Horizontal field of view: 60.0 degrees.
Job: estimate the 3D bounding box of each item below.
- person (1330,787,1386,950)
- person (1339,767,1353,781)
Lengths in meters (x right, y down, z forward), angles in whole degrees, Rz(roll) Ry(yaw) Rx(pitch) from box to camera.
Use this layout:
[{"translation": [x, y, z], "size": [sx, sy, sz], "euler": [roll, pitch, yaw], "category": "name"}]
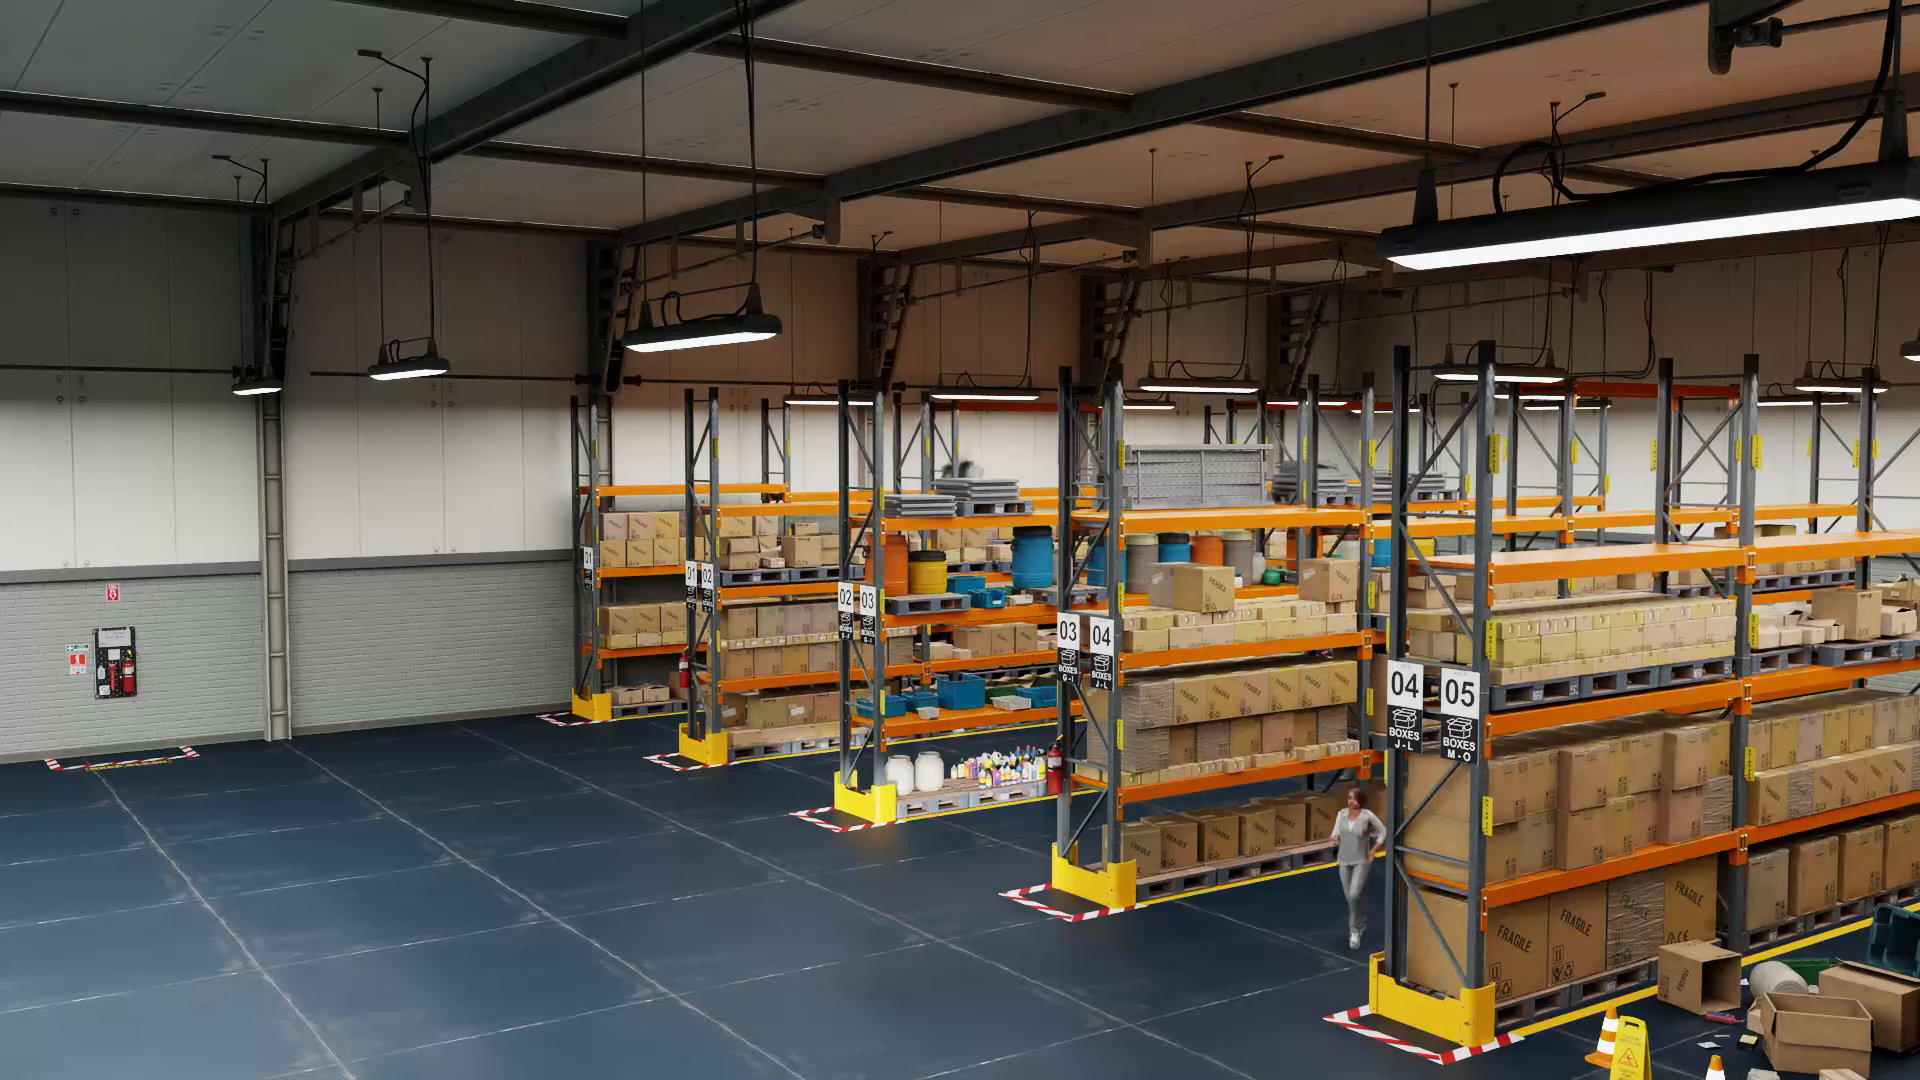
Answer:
[{"translation": [4.035, 3.343, 17.002], "size": [0.514, 1.635, 0.660], "euler": [3, 4, 38], "category": "person"}, {"translation": [5.898, 2.818, 25.279], "size": [0.588, 1.654, 0.545], "euler": [3, 5, 42], "category": "person"}]
